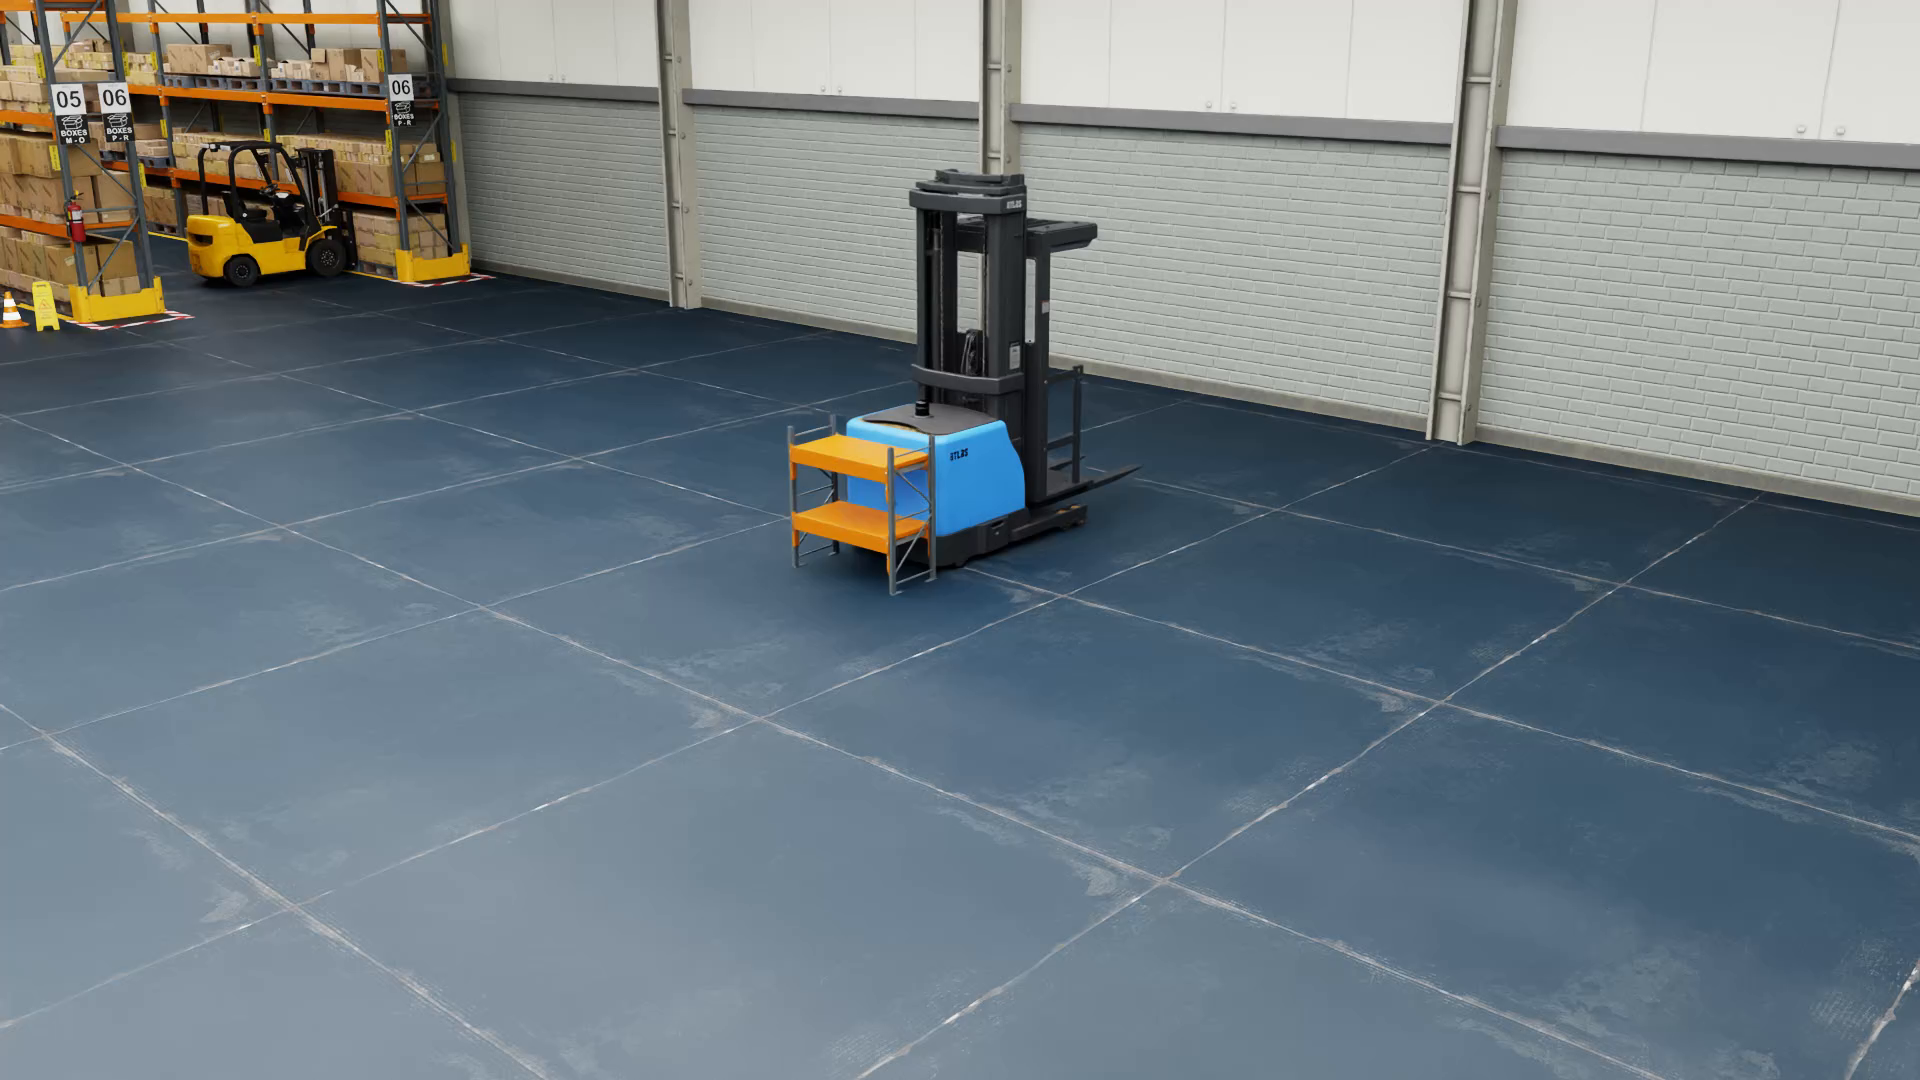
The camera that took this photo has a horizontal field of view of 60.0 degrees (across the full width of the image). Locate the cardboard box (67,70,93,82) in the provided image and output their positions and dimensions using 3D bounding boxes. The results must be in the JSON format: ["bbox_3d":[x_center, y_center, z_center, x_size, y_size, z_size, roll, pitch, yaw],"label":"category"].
[{"bbox_3d":[-12.202,-6.447,23.106,0.250,0.149,0.380,15,23,39],"label":"cardboard box"}]

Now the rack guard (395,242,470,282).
[{"bbox_3d":[-8.563,-4.520,27.028,0.348,0.500,1.175,15,23,39],"label":"rack guard"}]

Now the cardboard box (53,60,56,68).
[{"bbox_3d":[-18.479,-9.768,34.229,0.500,0.250,0.500,14,22,37],"label":"cardboard box"}]

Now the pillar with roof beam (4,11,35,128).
[{"bbox_3d":[-24.824,-11.560,35.159,0.400,9.000,9.100,15,23,39],"label":"pillar with roof beam"}]

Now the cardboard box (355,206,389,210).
[{"bbox_3d":[-9.937,-5.528,28.271,0.500,0.250,0.500,14,23,38],"label":"cardboard box"}]

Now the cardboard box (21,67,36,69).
[{"bbox_3d":[-13.468,-6.826,24.300,0.250,0.149,0.380,15,23,40],"label":"cardboard box"}]

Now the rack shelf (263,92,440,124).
[{"bbox_3d":[-10.077,-7.205,27.585,4.000,0.370,1.077,15,23,39],"label":"rack shelf"}]

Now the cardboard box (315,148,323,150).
[{"bbox_3d":[-10.571,-6.489,27.862,0.250,0.149,0.380,14,22,38],"label":"cardboard box"}]

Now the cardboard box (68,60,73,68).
[{"bbox_3d":[-17.597,-9.533,33.290,0.250,0.149,0.380,15,23,40],"label":"cardboard box"}]

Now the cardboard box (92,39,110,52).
[{"bbox_3d":[-17.282,-9.977,33.510,0.258,0.266,0.396,15,23,38],"label":"cardboard box"}]

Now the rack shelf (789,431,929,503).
[{"bbox_3d":[-0.745,-0.560,12.543,1.000,0.278,0.538,14,23,38],"label":"rack shelf"}]

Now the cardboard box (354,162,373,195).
[{"bbox_3d":[-9.505,-5.910,27.108,0.500,0.500,0.500,16,24,41],"label":"cardboard box"}]

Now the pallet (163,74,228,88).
[{"bbox_3d":[-13.998,-8.546,30.935,1.003,0.211,1.213,16,24,42],"label":"pallet"}]

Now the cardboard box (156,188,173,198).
[{"bbox_3d":[-15.327,-6.730,32.225,0.250,0.149,0.380,14,22,36],"label":"cardboard box"}]

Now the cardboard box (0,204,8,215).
[{"bbox_3d":[-13.891,-4.881,24.448,0.250,0.149,0.380,15,23,40],"label":"cardboard box"}]

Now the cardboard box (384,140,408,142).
[{"bbox_3d":[-9.246,-6.494,27.385,0.250,0.149,0.380,15,23,40],"label":"cardboard box"}]

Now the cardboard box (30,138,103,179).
[{"bbox_3d":[-12.400,-5.312,23.080,0.500,0.500,0.700,14,23,38],"label":"cardboard box"}]

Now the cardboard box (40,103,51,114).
[{"bbox_3d":[-12.325,-5.911,22.734,0.250,0.149,0.380,15,23,39],"label":"cardboard box"}]

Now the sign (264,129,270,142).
[{"bbox_3d":[-11.926,-6.909,28.639,0.005,0.325,0.100,15,23,39],"label":"sign"}]

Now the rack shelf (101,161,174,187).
[{"bbox_3d":[-16.060,-7.381,33.100,4.000,0.370,1.077,15,23,39],"label":"rack shelf"}]

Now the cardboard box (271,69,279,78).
[{"bbox_3d":[-11.439,-7.918,28.200,0.250,0.149,0.380,16,23,40],"label":"cardboard box"}]

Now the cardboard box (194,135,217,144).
[{"bbox_3d":[-13.908,-7.400,30.732,0.250,0.149,0.380,15,23,40],"label":"cardboard box"}]

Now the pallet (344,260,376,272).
[{"bbox_3d":[-10.089,-4.776,28.312,1.213,0.211,1.003,15,23,39],"label":"pallet"}]

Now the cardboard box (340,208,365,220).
[{"bbox_3d":[-10.276,-5.408,27.892,0.500,0.250,0.500,14,23,38],"label":"cardboard box"}]

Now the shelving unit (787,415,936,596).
[{"bbox_3d":[-0.745,-0.281,12.632,1.048,1.125,0.538,14,23,38],"label":"shelving unit"}]

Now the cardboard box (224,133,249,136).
[{"bbox_3d":[-13.534,-7.533,31.152,0.250,0.149,0.380,14,23,38],"label":"cardboard box"}]

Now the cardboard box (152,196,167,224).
[{"bbox_3d":[-15.391,-6.470,32.479,0.500,0.500,0.500,15,23,38],"label":"cardboard box"}]

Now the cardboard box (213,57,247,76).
[{"bbox_3d":[-12.850,-8.399,29.446,0.500,0.311,0.500,14,22,37],"label":"cardboard box"}]

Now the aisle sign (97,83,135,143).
[{"bbox_3d":[-11.621,-5.889,22.912,0.004,0.787,0.394,15,23,39],"label":"aisle sign"}]

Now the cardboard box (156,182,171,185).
[{"bbox_3d":[-15.924,-7.127,33.476,0.250,0.149,0.380,14,22,37],"label":"cardboard box"}]

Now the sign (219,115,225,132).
[{"bbox_3d":[-14.199,-8.001,31.949,0.005,0.325,0.100,15,23,39],"label":"sign"}]

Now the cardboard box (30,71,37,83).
[{"bbox_3d":[-12.489,-6.344,22.781,0.250,0.149,0.380,16,23,40],"label":"cardboard box"}]

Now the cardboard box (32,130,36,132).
[{"bbox_3d":[-19.629,-8.645,35.649,0.500,0.250,0.500,14,23,38],"label":"cardboard box"}]

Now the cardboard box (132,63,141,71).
[{"bbox_3d":[-15.565,-9.043,31.776,0.250,0.149,0.380,15,23,39],"label":"cardboard box"}]

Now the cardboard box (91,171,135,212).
[{"bbox_3d":[-12.043,-4.940,23.561,0.500,0.500,0.500,15,23,38],"label":"cardboard box"}]

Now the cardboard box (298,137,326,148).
[{"bbox_3d":[-10.955,-6.731,28.132,0.250,0.149,0.380,16,23,40],"label":"cardboard box"}]

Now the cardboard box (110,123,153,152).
[{"bbox_3d":[-16.369,-7.964,32.888,0.500,0.500,0.700,15,23,39],"label":"cardboard box"}]

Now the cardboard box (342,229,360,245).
[{"bbox_3d":[-9.921,-5.073,27.663,0.500,0.250,0.500,14,23,38],"label":"cardboard box"}]

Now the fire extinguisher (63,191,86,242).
[{"bbox_3d":[-12.093,-4.428,22.734,0.183,0.674,0.296,15,23,39],"label":"fire extinguisher"}]

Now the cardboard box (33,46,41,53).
[{"bbox_3d":[-18.852,-10.114,34.494,0.500,0.250,0.500,16,23,40],"label":"cardboard box"}]

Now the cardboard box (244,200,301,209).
[{"bbox_3d":[-12.546,-5.847,30.309,0.625,0.625,0.875,15,23,39],"label":"cardboard box"}]

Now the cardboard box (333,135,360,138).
[{"bbox_3d":[-10.538,-6.876,28.590,0.250,0.149,0.380,14,23,38],"label":"cardboard box"}]

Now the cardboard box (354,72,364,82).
[{"bbox_3d":[-9.402,-7.372,26.478,0.250,0.149,0.380,14,22,38],"label":"cardboard box"}]

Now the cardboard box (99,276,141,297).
[{"bbox_3d":[-12.293,-3.707,24.184,0.500,0.250,0.500,15,23,39],"label":"cardboard box"}]

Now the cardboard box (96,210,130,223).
[{"bbox_3d":[-11.990,-4.588,23.524,0.250,0.149,0.380,15,23,39],"label":"cardboard box"}]

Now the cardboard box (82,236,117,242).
[{"bbox_3d":[-12.705,-4.173,24.412,0.500,0.500,0.500,14,22,37],"label":"cardboard box"}]

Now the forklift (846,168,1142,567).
[{"bbox_3d":[0.419,-1.567,13.705,1.130,2.935,3.031,14,22,38],"label":"forklift"}]

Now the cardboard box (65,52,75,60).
[{"bbox_3d":[-17.624,-9.666,33.216,0.250,0.149,0.380,16,24,41],"label":"cardboard box"}]

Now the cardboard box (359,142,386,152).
[{"bbox_3d":[-9.544,-6.395,27.073,0.250,0.149,0.380,15,23,40],"label":"cardboard box"}]

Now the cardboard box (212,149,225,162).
[{"bbox_3d":[-13.243,-7.038,30.251,0.500,0.250,0.500,15,23,40],"label":"cardboard box"}]

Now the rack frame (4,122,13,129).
[{"bbox_3d":[-20.548,-8.929,36.787,0.127,3.000,1.000,15,23,39],"label":"rack frame"}]

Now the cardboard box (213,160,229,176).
[{"bbox_3d":[-13.245,-6.798,30.322,0.500,0.250,0.500,16,24,41],"label":"cardboard box"}]

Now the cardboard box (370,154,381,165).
[{"bbox_3d":[-9.237,-6.124,26.711,0.250,0.149,0.380,16,23,40],"label":"cardboard box"}]

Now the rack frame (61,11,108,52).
[{"bbox_3d":[-17.556,-10.985,33.349,0.127,3.000,1.000,15,23,39],"label":"rack frame"}]
